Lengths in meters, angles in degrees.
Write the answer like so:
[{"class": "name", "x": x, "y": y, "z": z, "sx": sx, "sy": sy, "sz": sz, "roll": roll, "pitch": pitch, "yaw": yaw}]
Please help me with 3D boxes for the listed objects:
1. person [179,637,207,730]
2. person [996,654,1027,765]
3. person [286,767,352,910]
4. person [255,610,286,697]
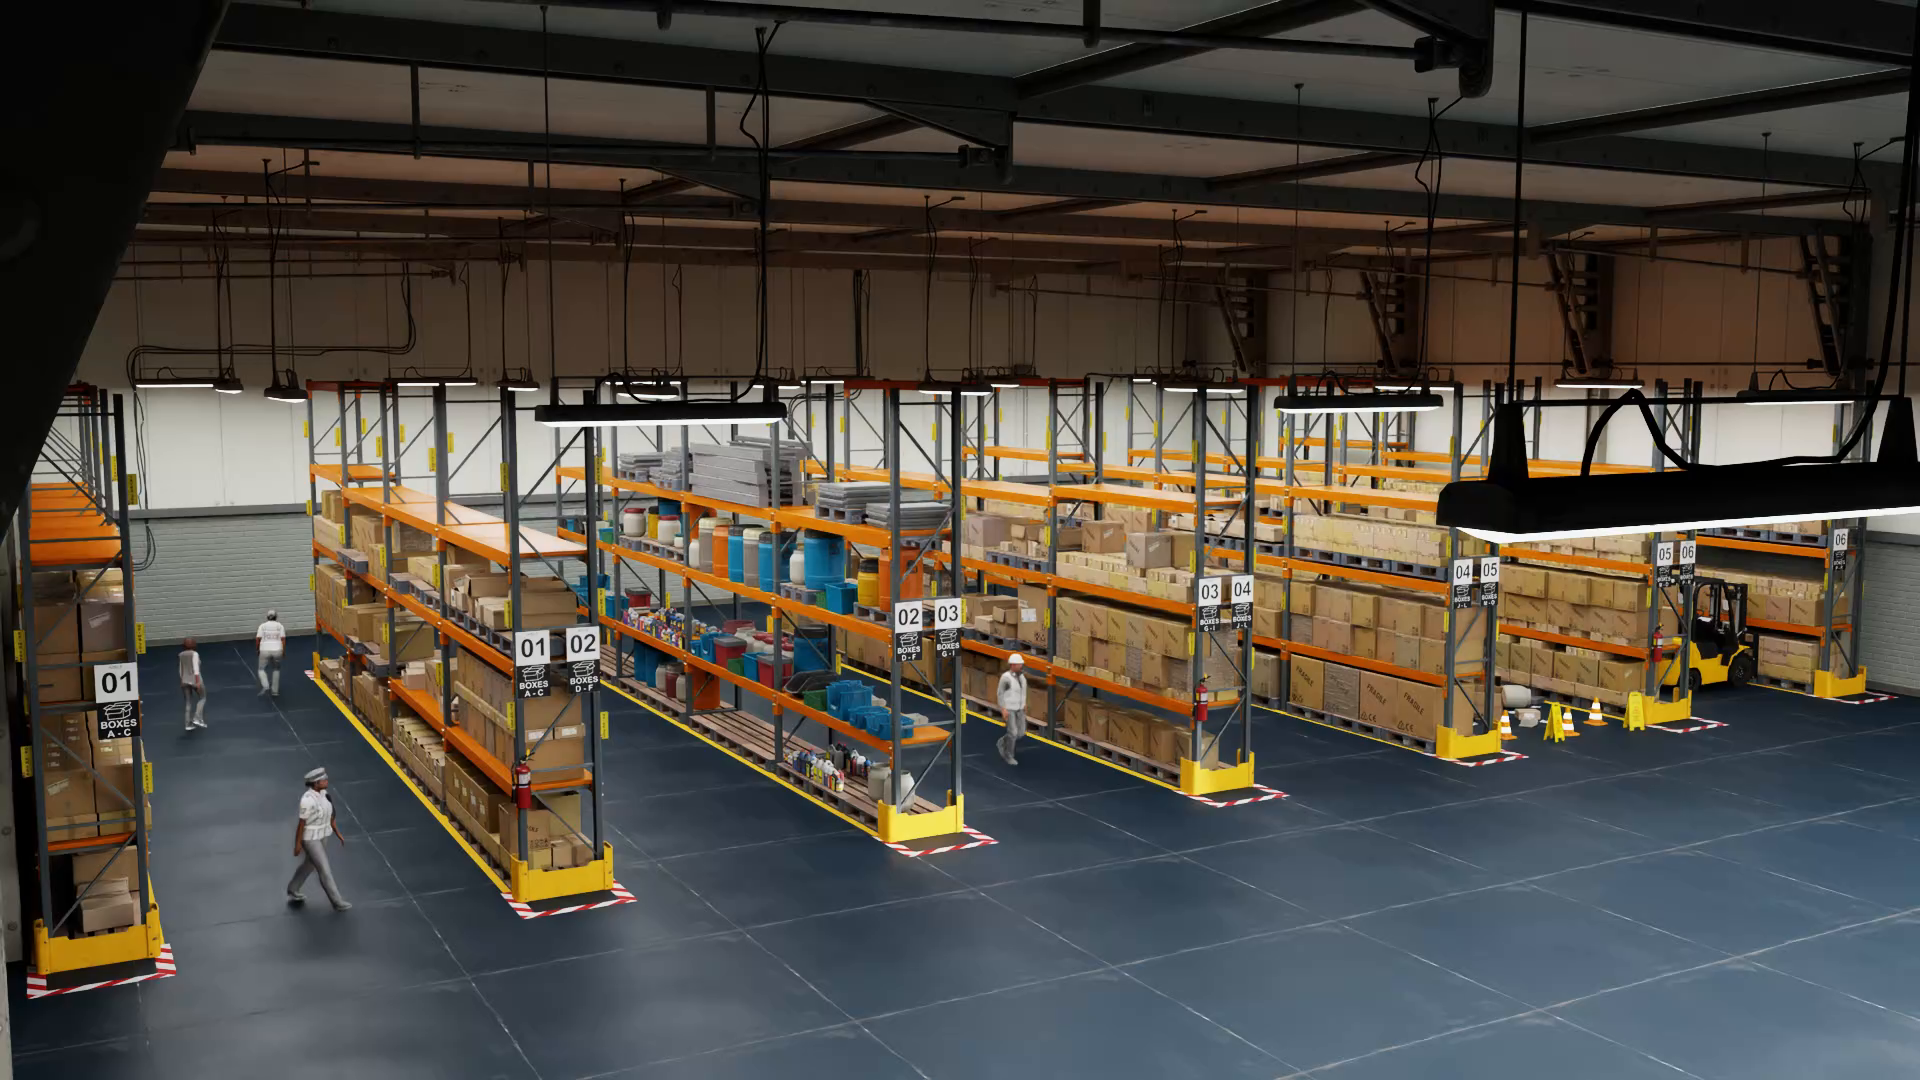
[{"class": "person", "x": -13.301, "y": 2.480, "z": 28.711, "sx": 0.420, "sy": 1.586, "sz": 0.426, "roll": 0, "pitch": 6, "yaw": 1}, {"class": "person", "x": 0.787, "y": 2.659, "z": 26.430, "sx": 0.598, "sy": 1.759, "sz": 0.637, "roll": 6, "pitch": 8, "yaw": 42}, {"class": "person", "x": -7.454, "y": 3.445, "z": 19.369, "sx": 1.040, "sy": 1.614, "sz": 0.525, "roll": 2, "pitch": 6, "yaw": 18}, {"class": "person", "x": -13.095, "y": 2.164, "z": 31.595, "sx": 0.567, "sy": 1.638, "sz": 0.696, "roll": -3, "pitch": 7, "yaw": -28}]
